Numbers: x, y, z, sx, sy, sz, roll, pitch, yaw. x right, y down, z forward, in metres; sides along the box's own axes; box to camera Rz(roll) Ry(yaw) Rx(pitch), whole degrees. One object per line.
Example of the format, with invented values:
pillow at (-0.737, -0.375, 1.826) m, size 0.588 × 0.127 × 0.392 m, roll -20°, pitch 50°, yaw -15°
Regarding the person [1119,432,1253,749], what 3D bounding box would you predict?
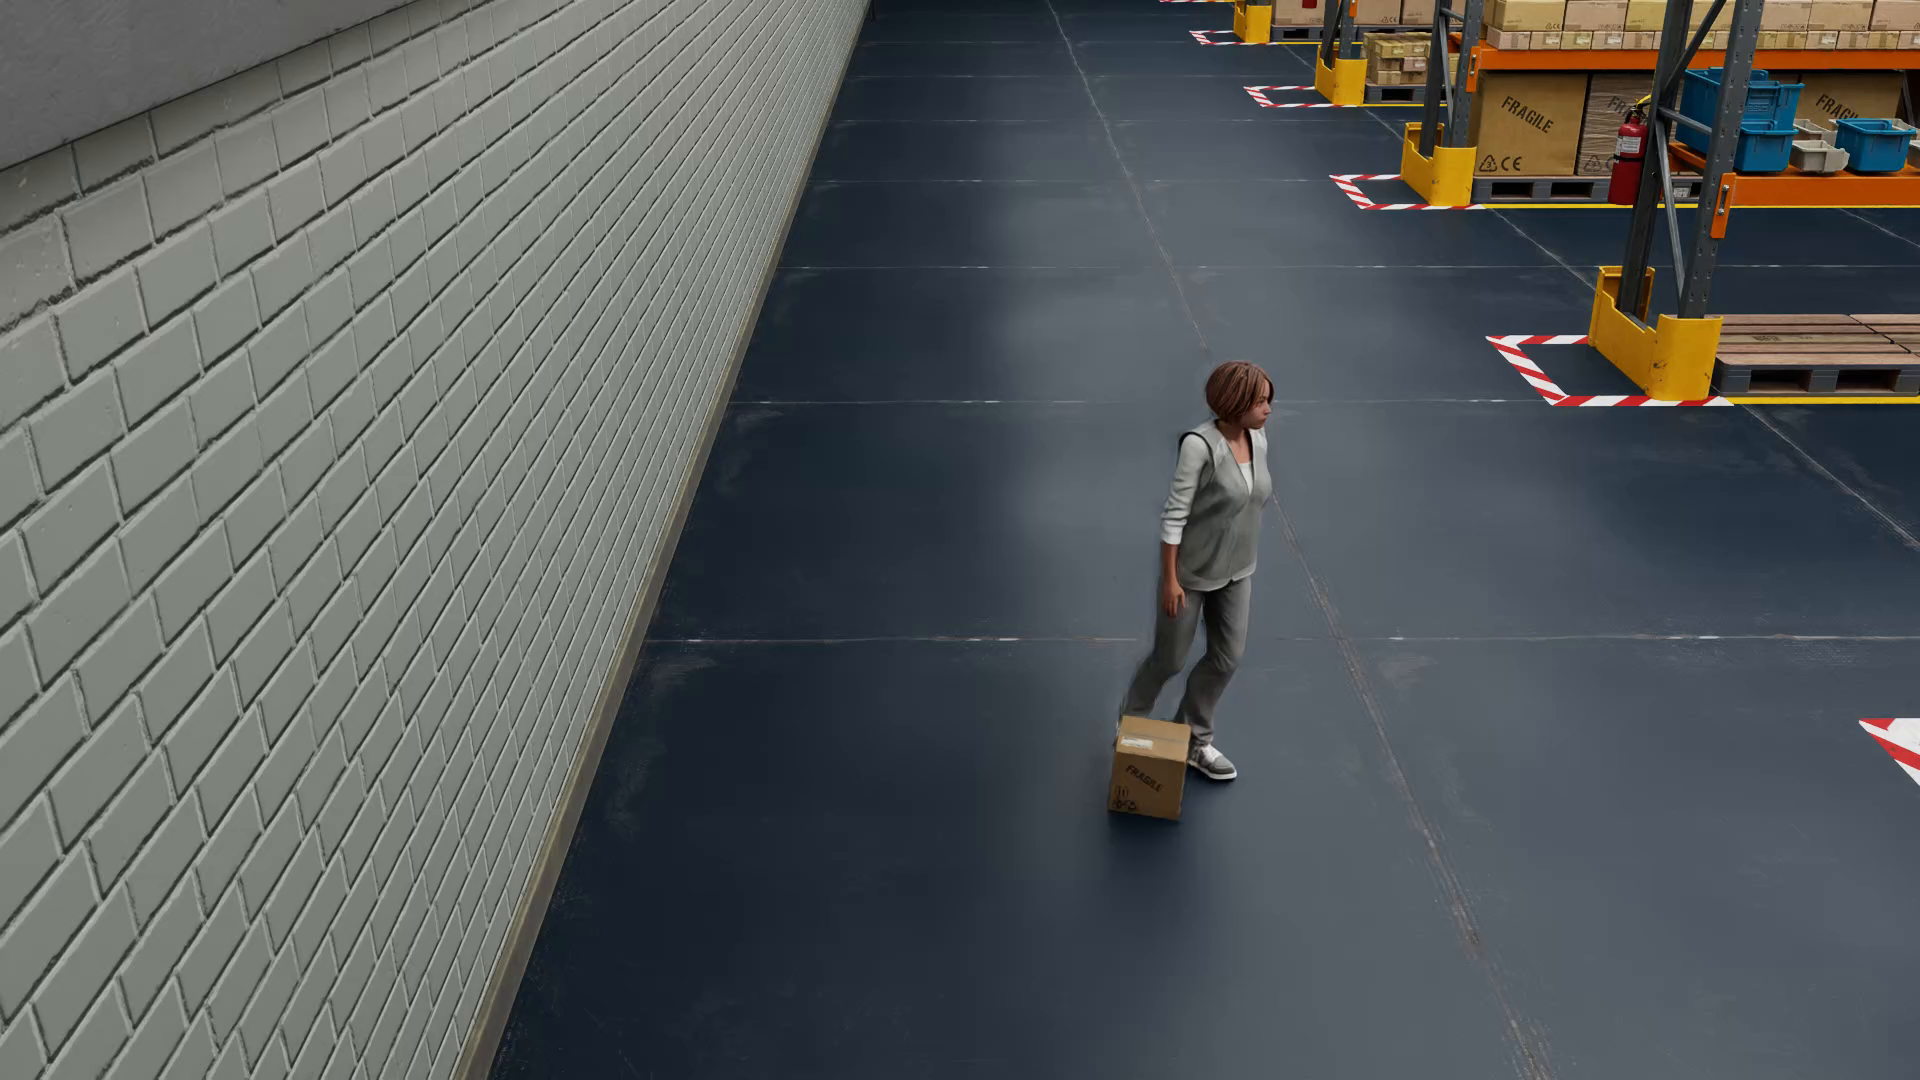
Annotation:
person at (0.831, 0.174, 5.965) m, size 0.436 × 1.262 × 0.488 m, roll -16°, pitch 29°, yaw -32°
